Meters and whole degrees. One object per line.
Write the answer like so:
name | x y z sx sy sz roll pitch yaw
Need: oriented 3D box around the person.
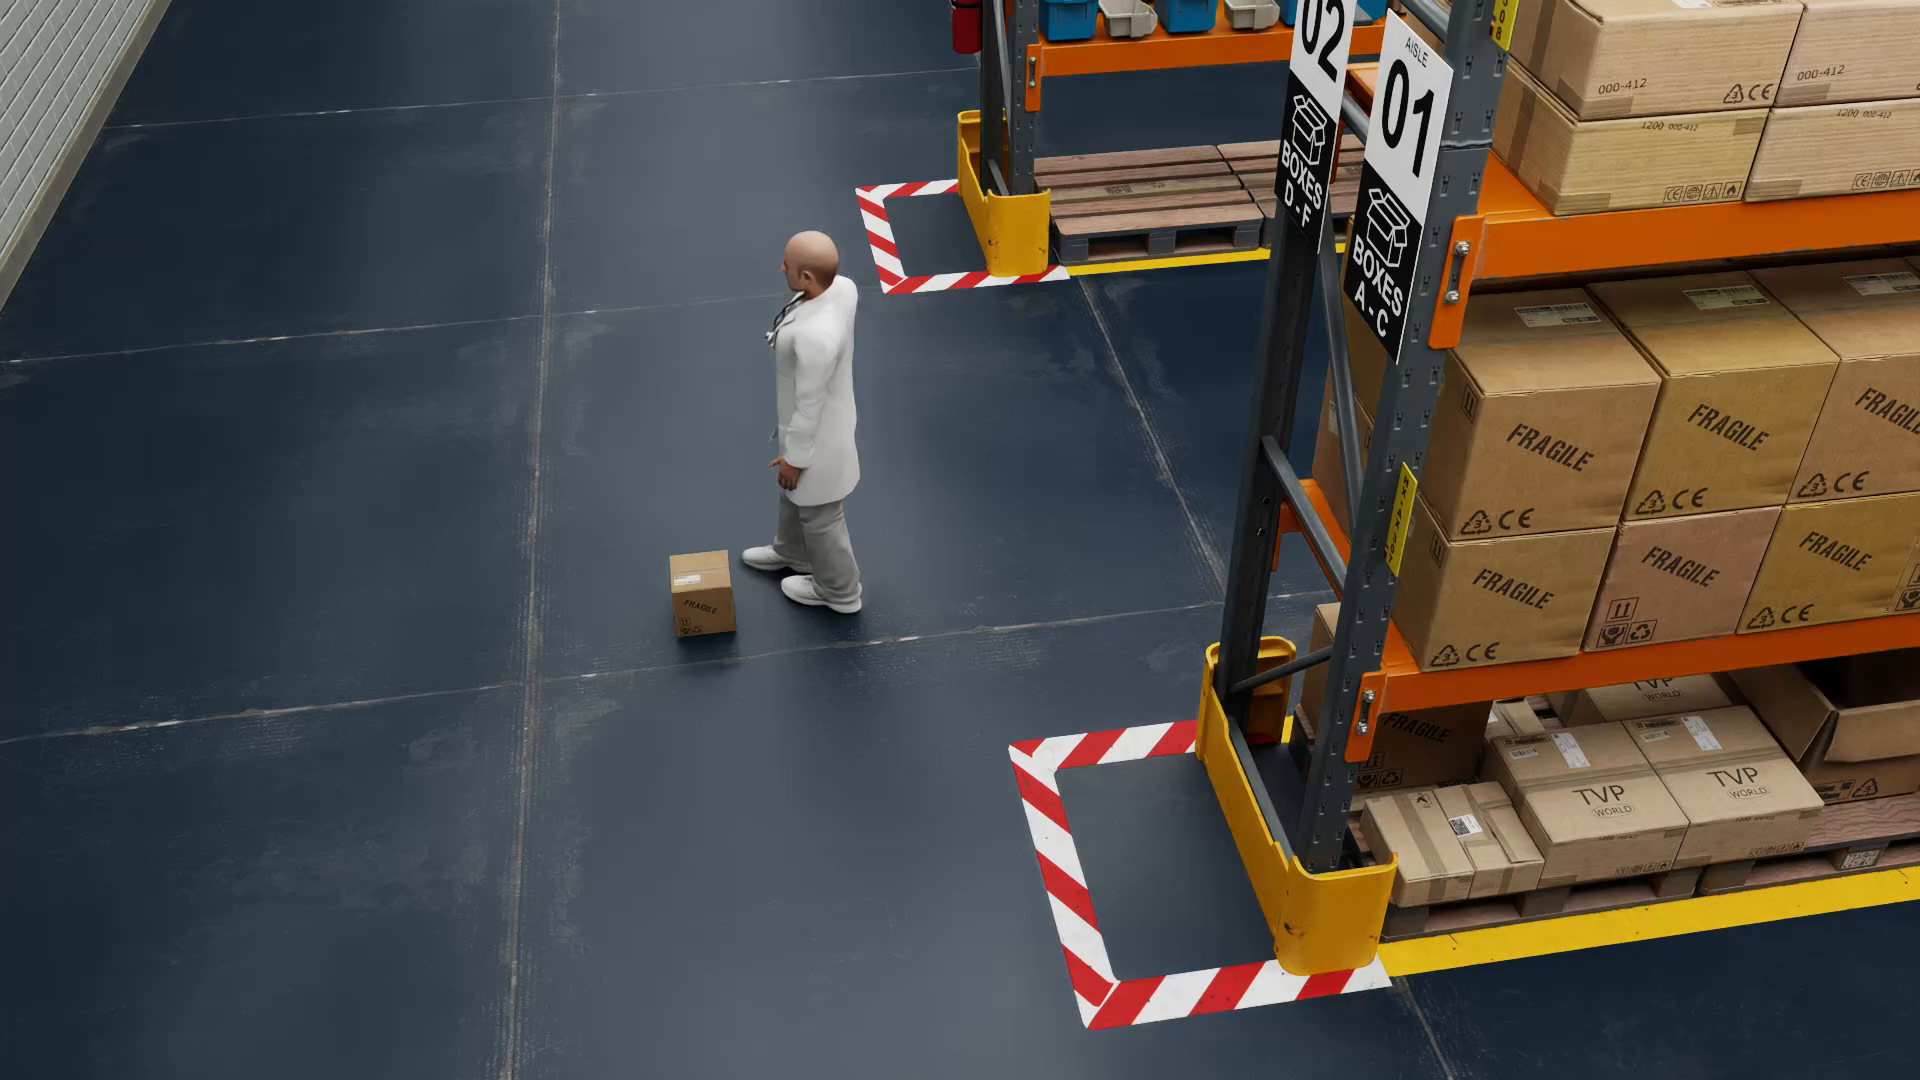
person | -0.705 -0.456 6.736 0.604 1.785 0.593 4 38 5
